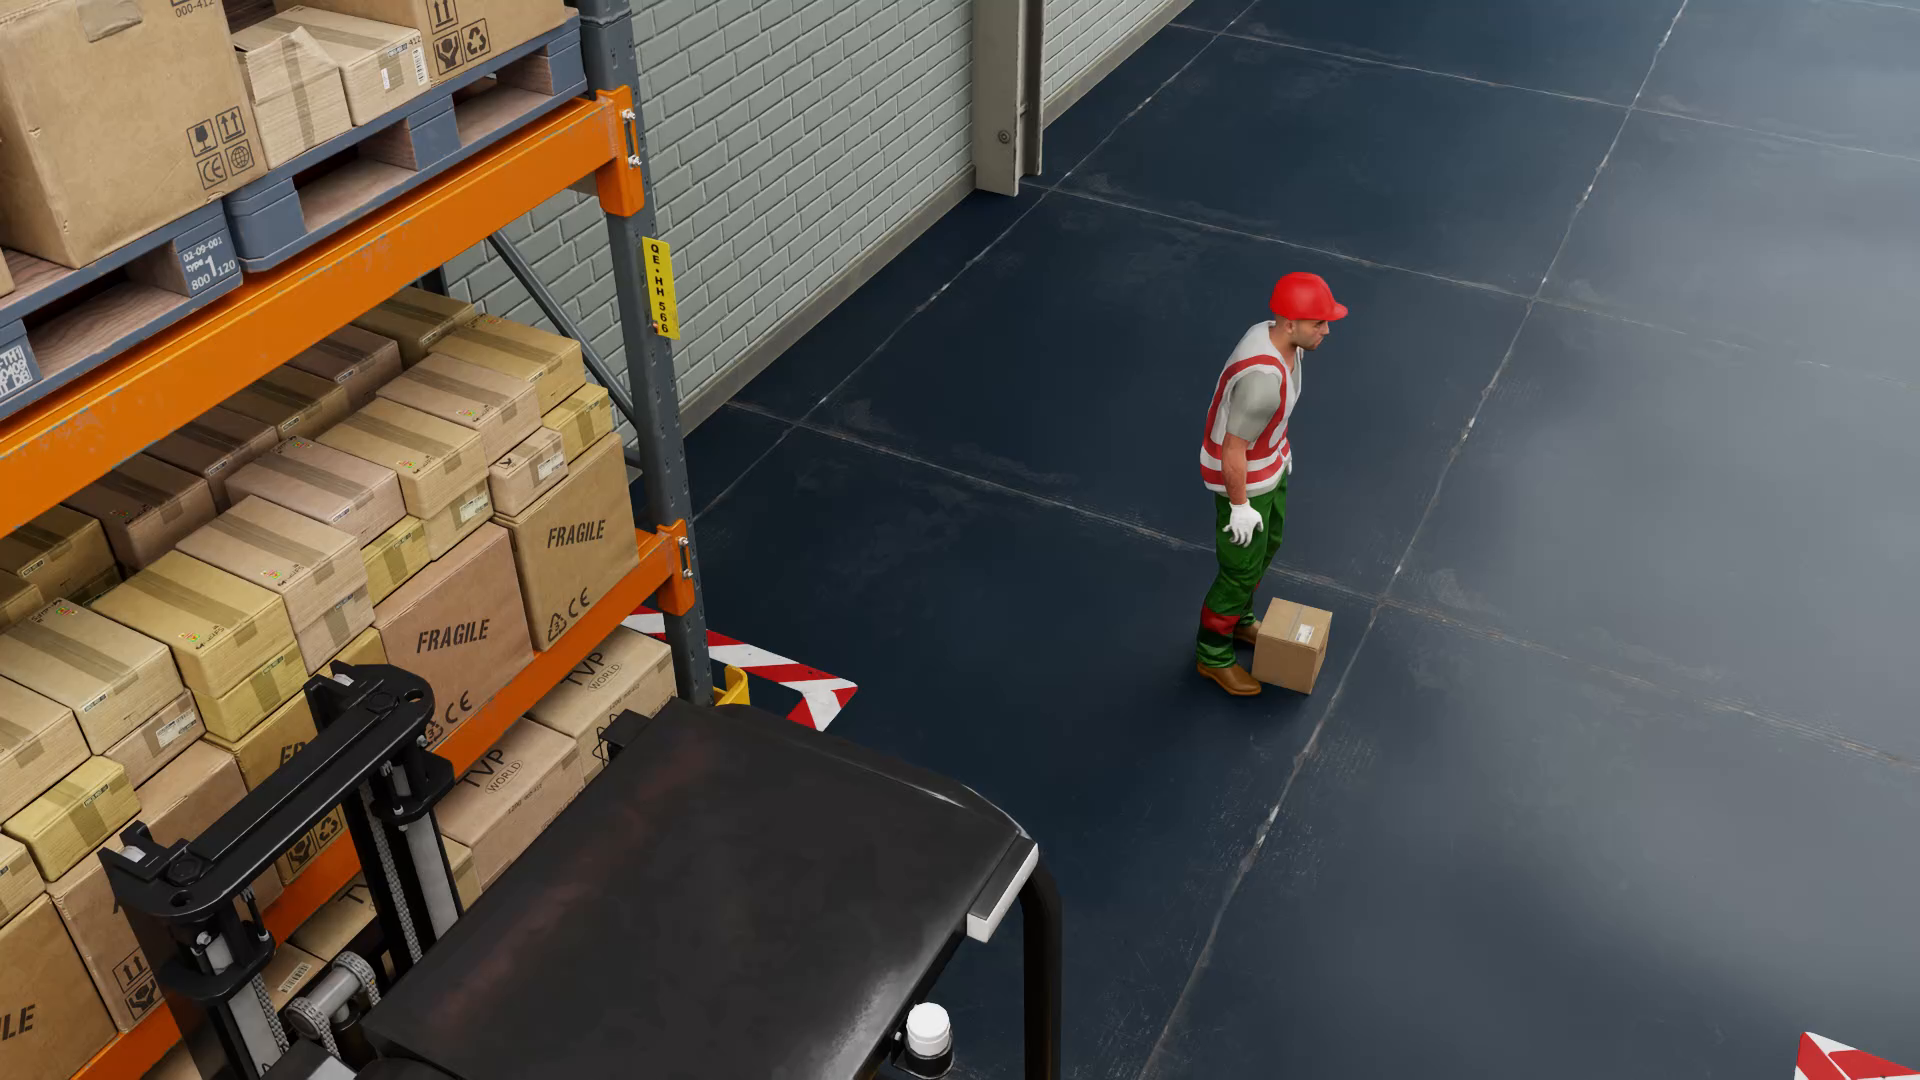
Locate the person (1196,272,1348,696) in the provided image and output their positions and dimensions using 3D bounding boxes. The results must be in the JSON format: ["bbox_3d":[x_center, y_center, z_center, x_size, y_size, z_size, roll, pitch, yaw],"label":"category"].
[{"bbox_3d":[1.162,-0.237,6.449,0.453,1.777,0.609,16,40,19],"label":"person"}]
